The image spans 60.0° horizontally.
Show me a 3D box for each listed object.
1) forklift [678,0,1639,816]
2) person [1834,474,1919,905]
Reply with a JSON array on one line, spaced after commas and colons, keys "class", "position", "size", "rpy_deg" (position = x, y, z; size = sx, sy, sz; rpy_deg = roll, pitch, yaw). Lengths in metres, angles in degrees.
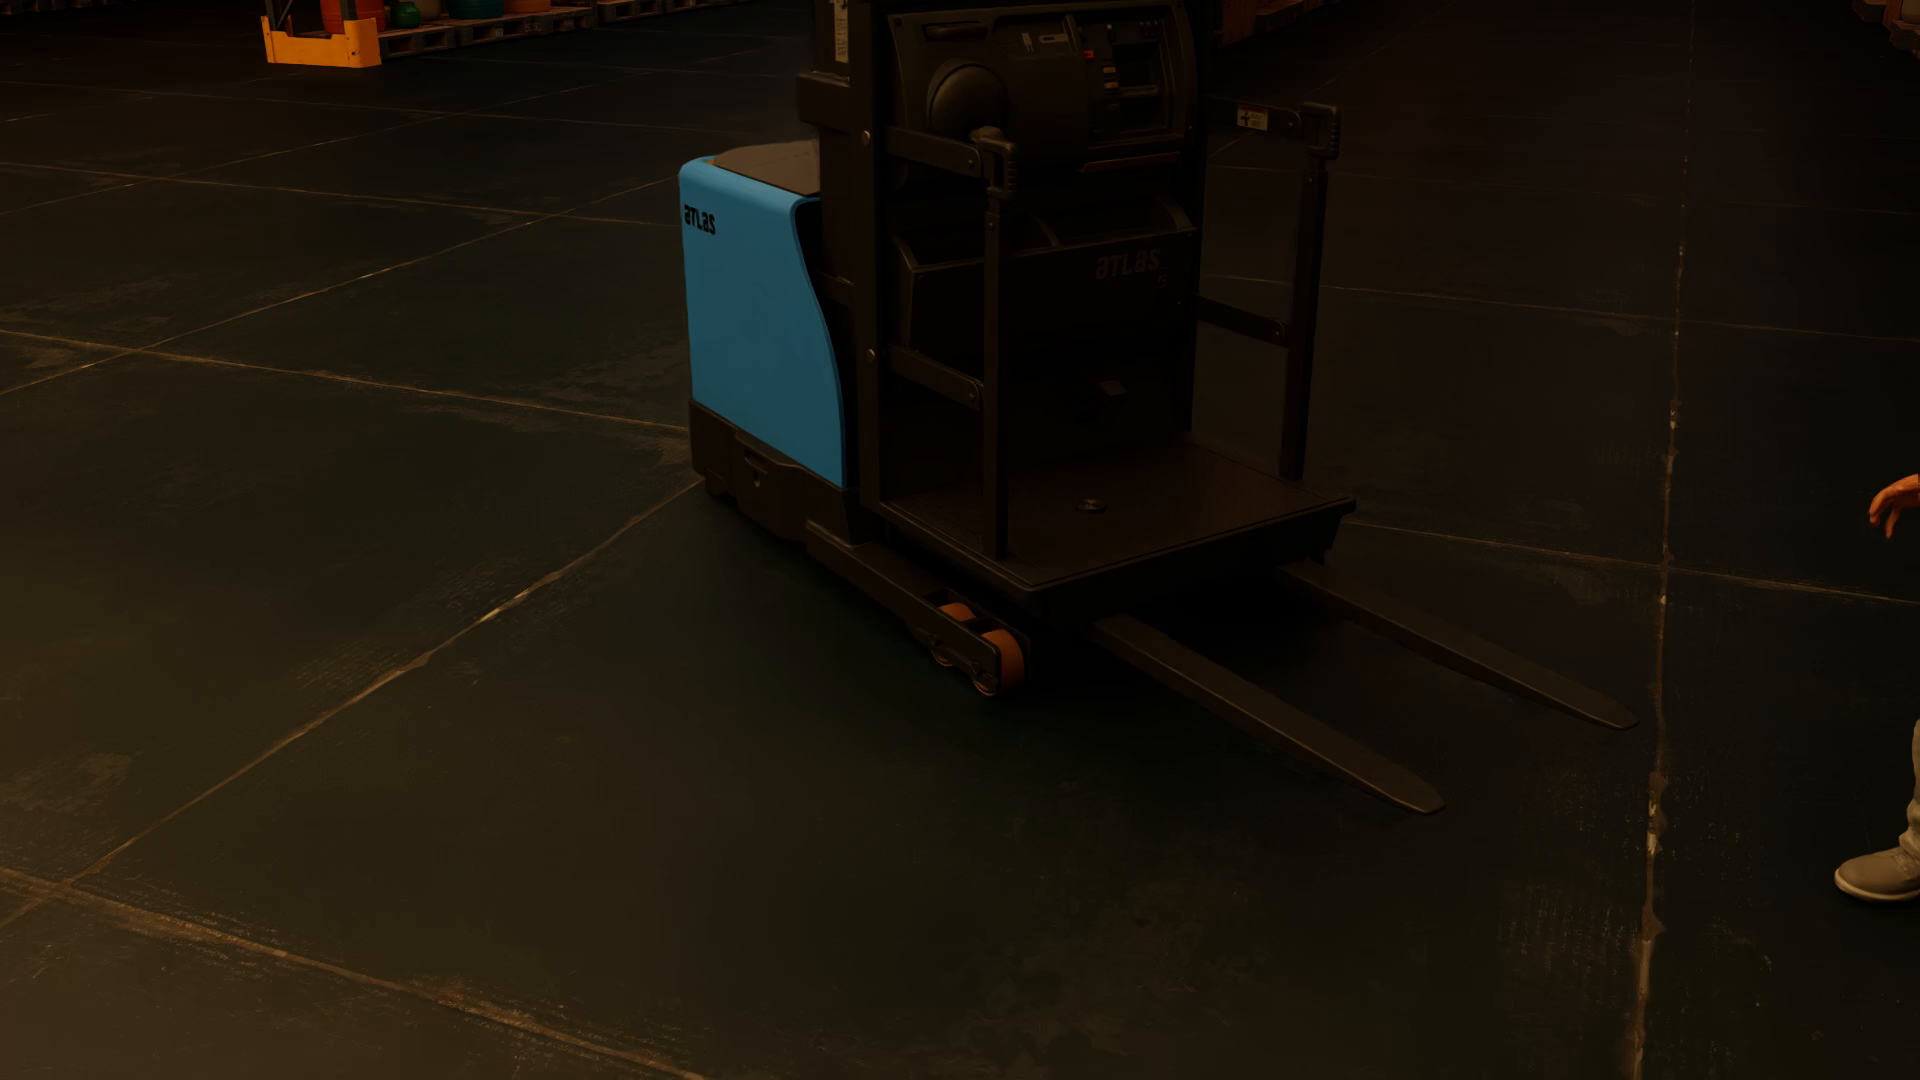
[{"class": "forklift", "position": [0.349, -1.170, 4.092], "size": [1.130, 2.935, 3.031], "rpy_deg": [-14, 27, -31]}, {"class": "person", "position": [1.969, 0.180, 2.758], "size": [0.726, 1.463, 0.908], "rpy_deg": [1, 23, 3]}]
